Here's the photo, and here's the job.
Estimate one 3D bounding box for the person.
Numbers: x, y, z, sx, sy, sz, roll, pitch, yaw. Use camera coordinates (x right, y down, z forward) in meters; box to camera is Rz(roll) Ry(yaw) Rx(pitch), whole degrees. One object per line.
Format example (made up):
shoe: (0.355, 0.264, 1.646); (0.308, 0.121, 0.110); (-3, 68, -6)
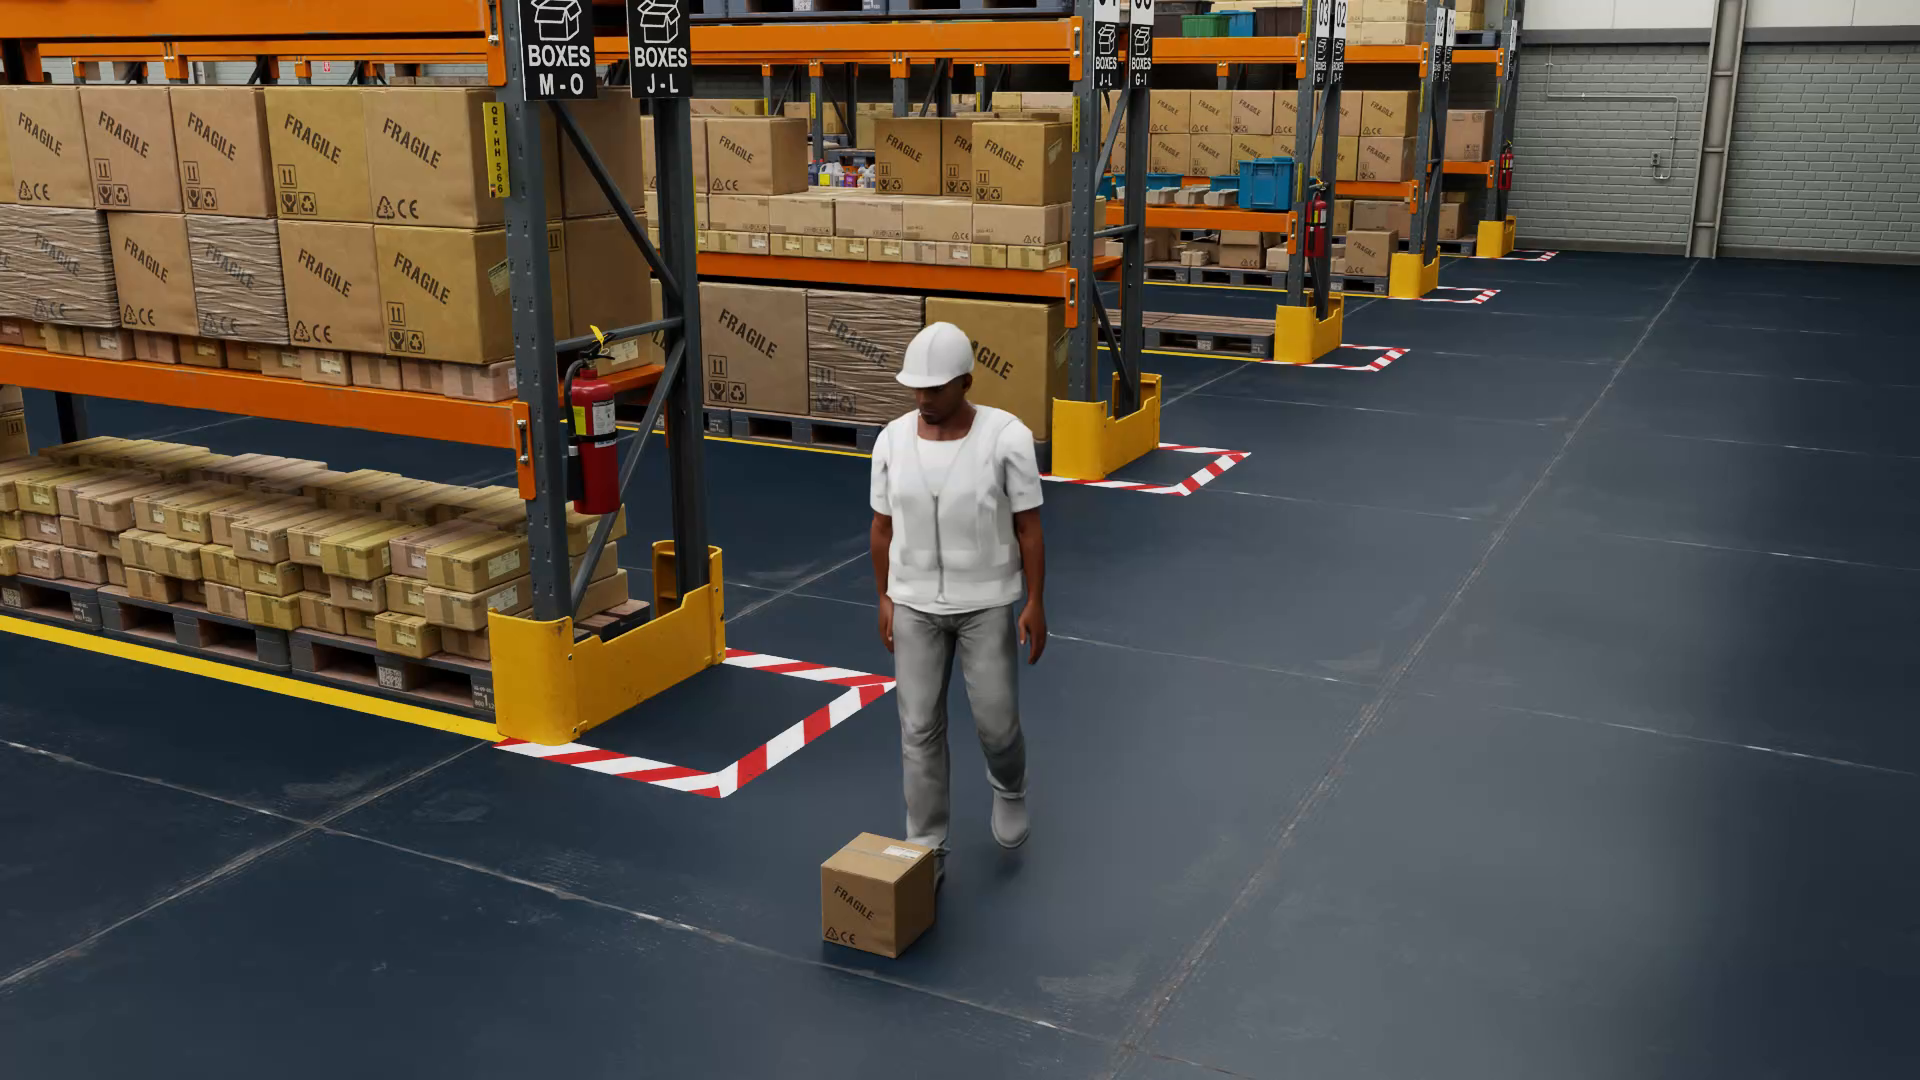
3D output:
person: (-0.031, 0.215, 5.164); (0.604, 1.766, 0.672); (4, 16, 15)
